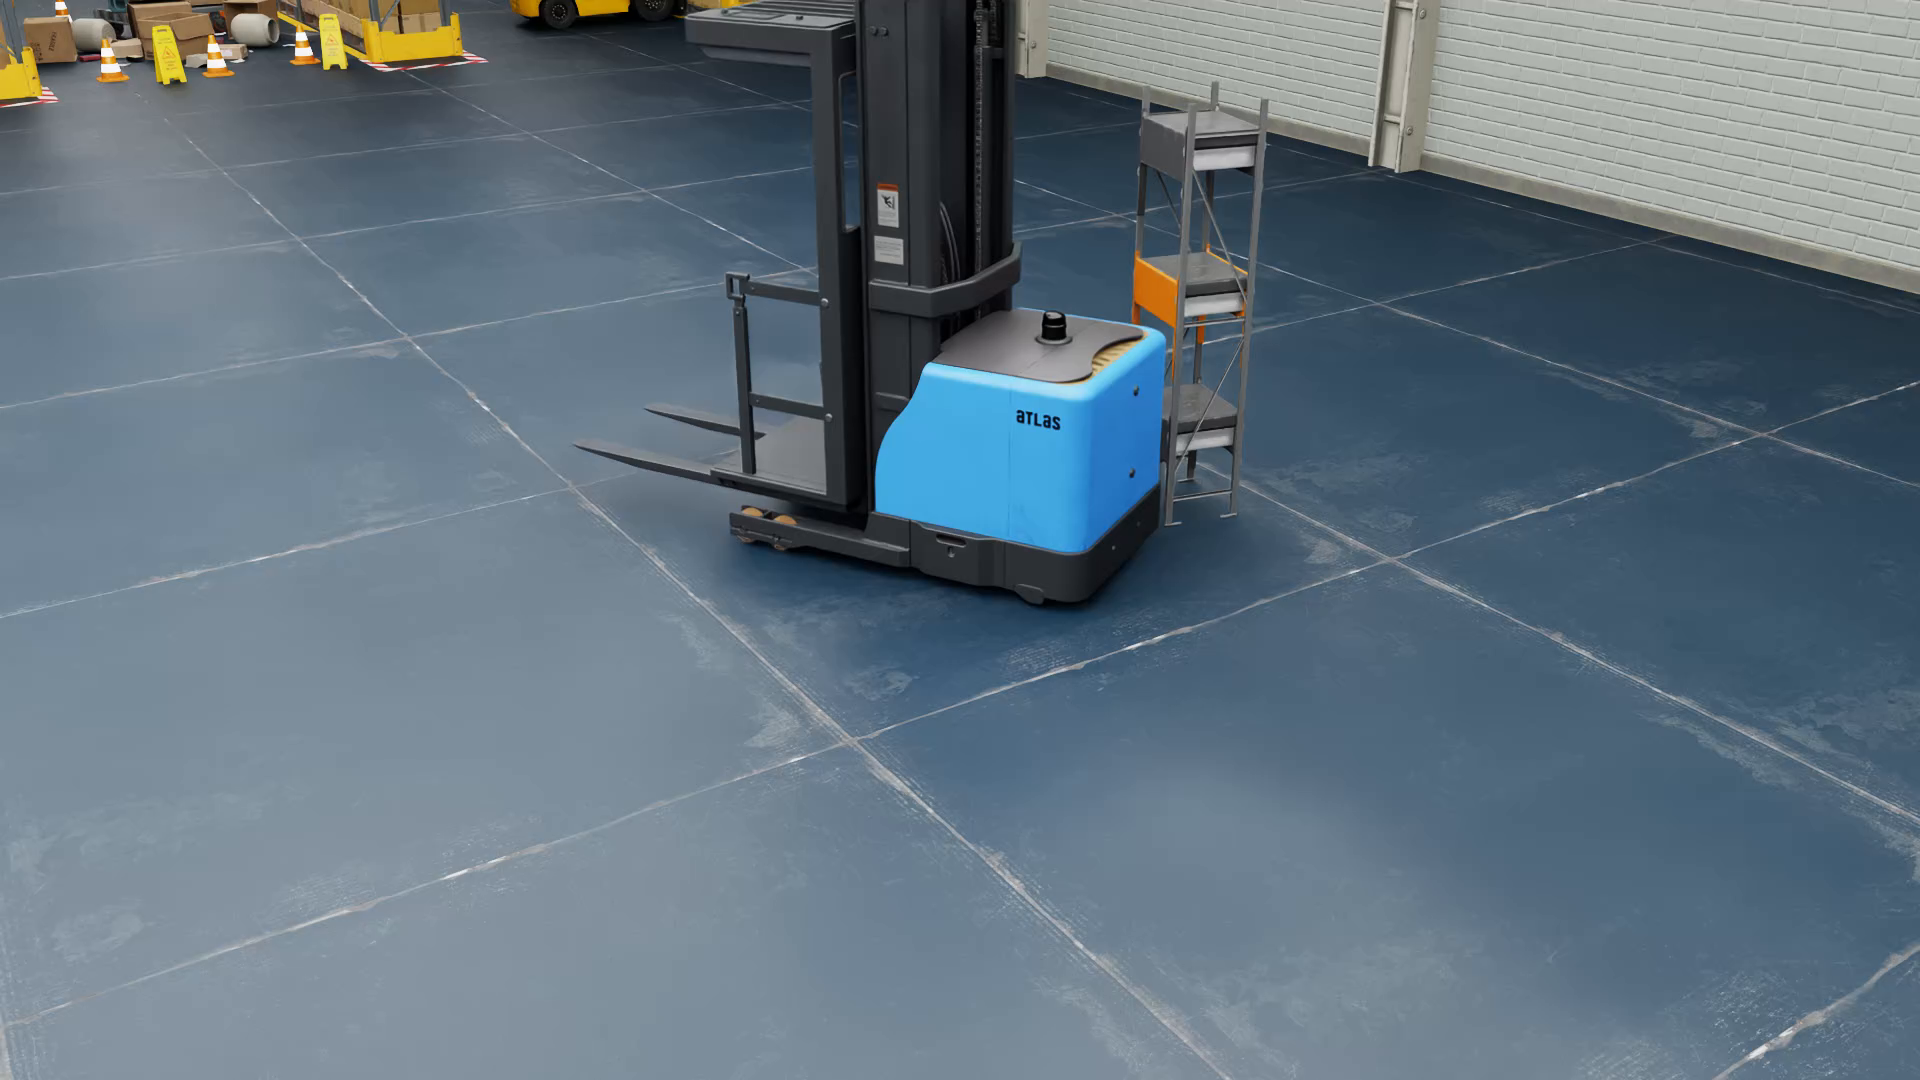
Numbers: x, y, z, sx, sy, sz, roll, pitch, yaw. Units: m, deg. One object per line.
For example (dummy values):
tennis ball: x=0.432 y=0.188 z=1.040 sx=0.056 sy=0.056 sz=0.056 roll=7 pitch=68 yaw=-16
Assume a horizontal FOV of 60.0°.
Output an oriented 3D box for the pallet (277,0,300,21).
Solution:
pallet: x=-9.586 y=-8.004 z=24.958 sx=1.003 sy=0.211 sz=1.213 roll=-16 pitch=29 yaw=-30

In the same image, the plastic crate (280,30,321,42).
plastic crate: x=-8.990 y=-6.914 z=22.802 sx=0.583 sy=0.080 sz=0.402 roll=18 pitch=31 yaw=33

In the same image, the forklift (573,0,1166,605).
forklift: x=-0.560 y=-1.461 z=7.912 sx=3.031 sy=2.935 sz=1.130 roll=13 pitch=28 yaw=25

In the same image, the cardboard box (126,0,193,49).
cardboard box: x=-10.574 y=-6.860 z=22.032 sx=0.797 sy=0.637 sz=0.503 roll=-16 pitch=29 yaw=-30

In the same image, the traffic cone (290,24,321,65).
traffic cone: x=-8.292 y=-6.262 z=20.973 sx=0.336 sy=0.463 sz=0.334 roll=-16 pitch=29 yaw=-30

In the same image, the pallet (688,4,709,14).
pallet: x=-3.272 y=-7.717 z=24.350 sx=1.003 sy=0.211 sz=1.213 roll=-16 pitch=29 yaw=-30

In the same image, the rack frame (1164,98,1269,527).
rack frame: x=1.223 y=-1.045 z=8.004 sx=0.400 sy=2.100 sz=0.015 roll=-9 pitch=27 yaw=-17

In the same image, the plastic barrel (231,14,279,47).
plastic barrel: x=-9.373 y=-6.777 z=22.110 sx=0.512 sy=0.421 sz=0.421 roll=3 pitch=25 yaw=6

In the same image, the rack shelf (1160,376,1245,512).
rack shelf: x=1.142 y=-0.498 z=8.517 sx=0.431 sy=0.518 sz=0.480 roll=-9 pitch=27 yaw=-17

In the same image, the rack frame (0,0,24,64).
rack frame: x=-11.069 y=-6.367 z=18.222 sx=1.000 sy=3.000 sz=0.127 roll=-16 pitch=29 yaw=-30

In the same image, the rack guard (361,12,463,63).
rack guard: x=-7.018 y=-6.453 z=21.334 sx=1.175 sy=0.500 sz=0.348 roll=-16 pitch=29 yaw=-30

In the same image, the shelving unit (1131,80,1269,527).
shelving unit: x=1.142 y=-1.143 z=8.212 sx=0.431 sy=2.100 sz=0.503 roll=-9 pitch=27 yaw=-17

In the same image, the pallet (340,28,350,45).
pallet: x=-8.094 y=-7.057 z=22.952 sx=1.003 sy=0.211 sz=1.213 roll=-16 pitch=29 yaw=-30

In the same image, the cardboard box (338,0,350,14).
cardboard box: x=-7.920 y=-7.253 z=21.952 sx=0.500 sy=0.500 sz=0.500 roll=-14 pitch=29 yaw=-28

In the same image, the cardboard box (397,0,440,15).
cardboard box: x=-7.199 y=-7.203 z=21.845 sx=0.500 sy=0.500 sz=0.500 roll=-17 pitch=30 yaw=-31

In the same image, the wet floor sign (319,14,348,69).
wet floor sign: x=-7.769 y=-6.174 z=20.573 sx=0.267 sy=0.644 sz=0.232 roll=-6 pitch=26 yaw=-12

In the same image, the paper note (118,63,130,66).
paper note: x=-10.479 y=-5.965 z=20.851 sx=0.144 sy=0.017 sz=0.142 roll=-6 pitch=26 yaw=-12

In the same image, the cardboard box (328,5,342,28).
cardboard box: x=-8.210 y=-7.102 z=22.510 sx=0.500 sy=0.250 sz=0.500 roll=-17 pitch=30 yaw=-31

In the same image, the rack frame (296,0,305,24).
rack frame: x=-9.160 y=-8.987 z=23.773 sx=1.000 sy=3.000 sz=0.127 roll=-16 pitch=29 yaw=-30

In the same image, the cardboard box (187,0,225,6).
cardboard box: x=-10.635 y=-7.773 z=23.244 sx=0.500 sy=0.500 sz=0.500 roll=-16 pitch=29 yaw=-30

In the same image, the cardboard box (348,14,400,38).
cardboard box: x=-7.656 y=-6.738 z=21.738 sx=0.500 sy=0.250 sz=0.500 roll=-16 pitch=29 yaw=-30

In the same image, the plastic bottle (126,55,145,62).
plastic bottle: x=-10.510 y=-6.128 z=21.158 sx=0.283 sy=0.061 sz=0.133 roll=18 pitch=31 yaw=33

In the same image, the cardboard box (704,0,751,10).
cardboard box: x=-3.341 y=-7.755 z=23.893 sx=0.500 sy=0.250 sz=0.500 roll=-15 pitch=29 yaw=-29

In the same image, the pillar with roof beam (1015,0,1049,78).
pillar with roof beam: x=-2.776 y=-8.737 z=16.216 sx=9.100 sy=9.000 sz=0.400 roll=-16 pitch=29 yaw=-30

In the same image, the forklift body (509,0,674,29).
forklift body: x=-5.383 y=-8.584 z=23.913 sx=2.313 sy=2.155 sz=1.214 roll=-16 pitch=29 yaw=-30

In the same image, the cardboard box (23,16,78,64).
cardboard box: x=-11.545 y=-6.352 z=21.117 sx=0.500 sy=0.500 sz=0.500 roll=-10 pitch=27 yaw=-21

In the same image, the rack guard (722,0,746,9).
rack guard: x=-2.807 y=-7.575 z=23.711 sx=1.175 sy=0.500 sz=0.348 roll=-16 pitch=29 yaw=-30

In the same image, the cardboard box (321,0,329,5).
cardboard box: x=-8.480 y=-7.624 z=22.737 sx=0.500 sy=0.500 sz=0.500 roll=-14 pitch=29 yaw=-27

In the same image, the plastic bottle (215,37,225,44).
plastic bottle: x=-10.027 y=-6.759 z=22.497 sx=0.133 sy=0.061 sz=0.283 roll=-10 pitch=27 yaw=-21

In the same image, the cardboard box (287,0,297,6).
cardboard box: x=-9.448 y=-8.176 z=24.641 sx=0.950 sy=0.372 sz=0.625 roll=-15 pitch=29 yaw=-29

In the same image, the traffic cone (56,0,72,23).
traffic cone: x=-12.719 y=-7.482 z=23.556 sx=0.336 sy=0.463 sz=0.334 roll=-16 pitch=29 yaw=-30

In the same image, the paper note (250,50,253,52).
paper note: x=-9.312 y=-6.421 z=21.840 sx=0.032 sy=0.001 sz=0.123 roll=-16 pitch=29 yaw=-30

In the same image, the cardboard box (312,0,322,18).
cardboard box: x=-8.763 y=-7.471 z=23.291 sx=0.500 sy=0.250 sz=0.500 roll=-14 pitch=29 yaw=-27

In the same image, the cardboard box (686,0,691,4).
cardboard box: x=-3.870 y=-8.116 z=24.658 sx=0.500 sy=0.250 sz=0.500 roll=-15 pitch=29 yaw=-29

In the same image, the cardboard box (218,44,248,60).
cardboard box: x=-9.384 y=-6.265 z=21.347 sx=0.380 sy=0.149 sz=0.250 roll=-1 pitch=25 yaw=-3

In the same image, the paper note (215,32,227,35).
paper note: x=-10.300 y=-7.057 z=23.163 sx=0.148 sy=0.019 sz=0.142 roll=-16 pitch=29 yaw=-30
